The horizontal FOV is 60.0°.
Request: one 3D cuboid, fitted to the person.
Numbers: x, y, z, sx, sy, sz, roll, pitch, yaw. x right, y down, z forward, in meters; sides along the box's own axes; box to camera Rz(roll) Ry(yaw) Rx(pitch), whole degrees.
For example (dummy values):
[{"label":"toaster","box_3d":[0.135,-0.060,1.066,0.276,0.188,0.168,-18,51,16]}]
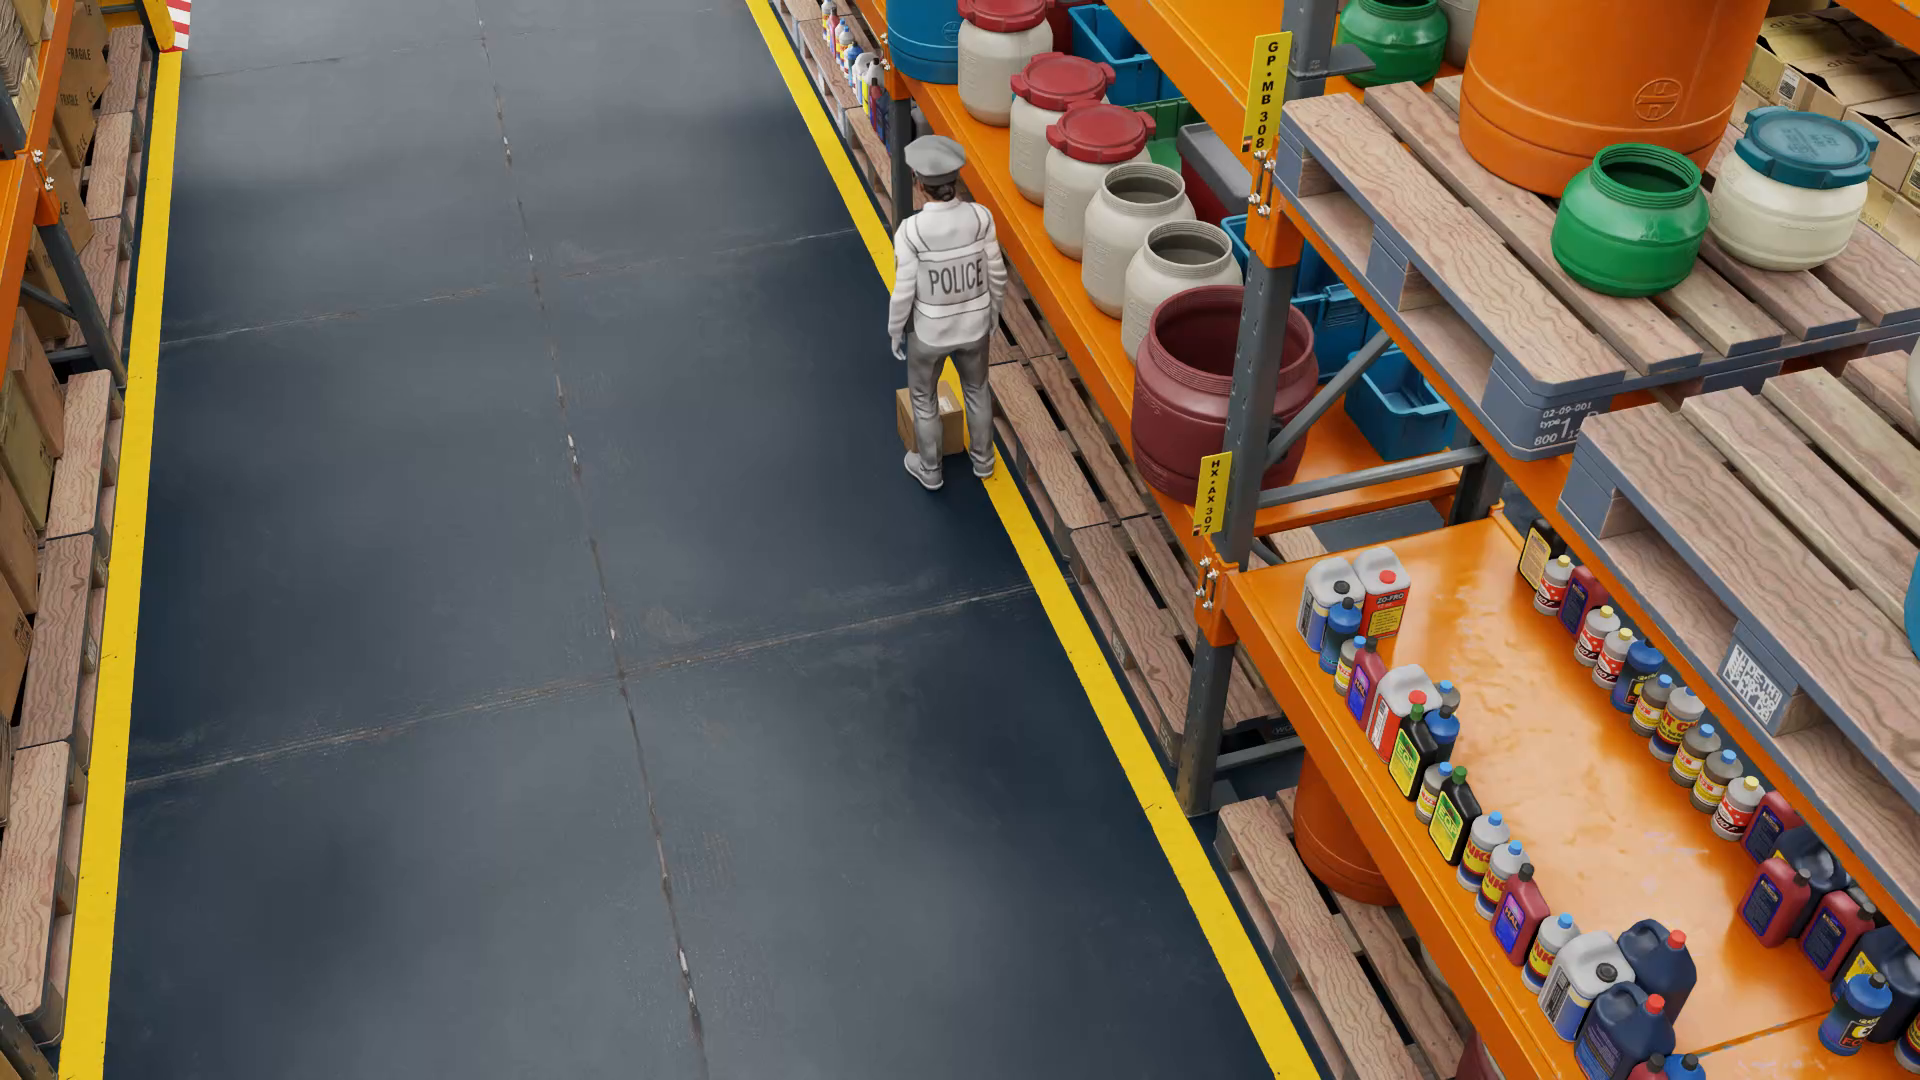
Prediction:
[{"label":"person","box_3d":[-0.061,-0.924,7.168,0.525,1.662,0.374,-14,44,-14]}]
